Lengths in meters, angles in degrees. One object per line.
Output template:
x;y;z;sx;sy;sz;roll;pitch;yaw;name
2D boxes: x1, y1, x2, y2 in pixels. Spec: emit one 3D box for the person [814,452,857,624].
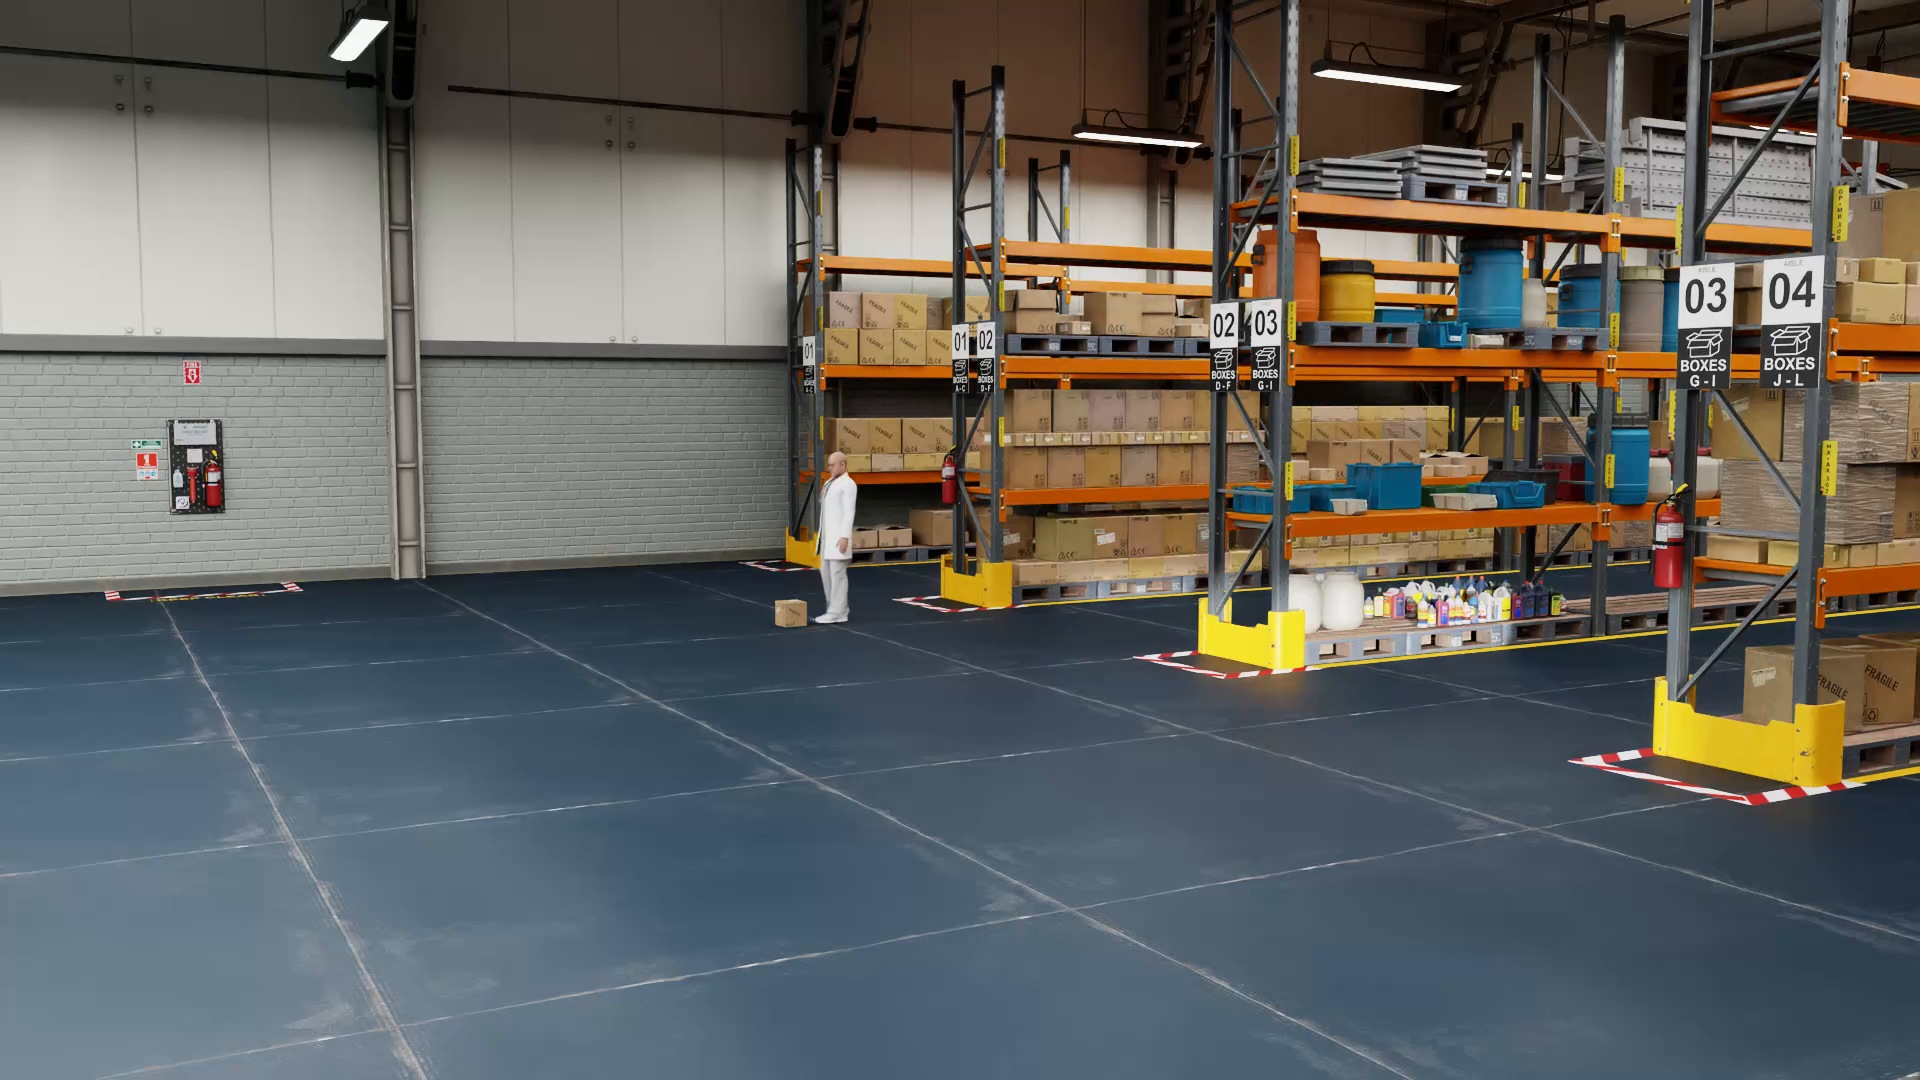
-1.329;0.001;17.398;0.485;1.840;0.577;-3;6;-29;person
